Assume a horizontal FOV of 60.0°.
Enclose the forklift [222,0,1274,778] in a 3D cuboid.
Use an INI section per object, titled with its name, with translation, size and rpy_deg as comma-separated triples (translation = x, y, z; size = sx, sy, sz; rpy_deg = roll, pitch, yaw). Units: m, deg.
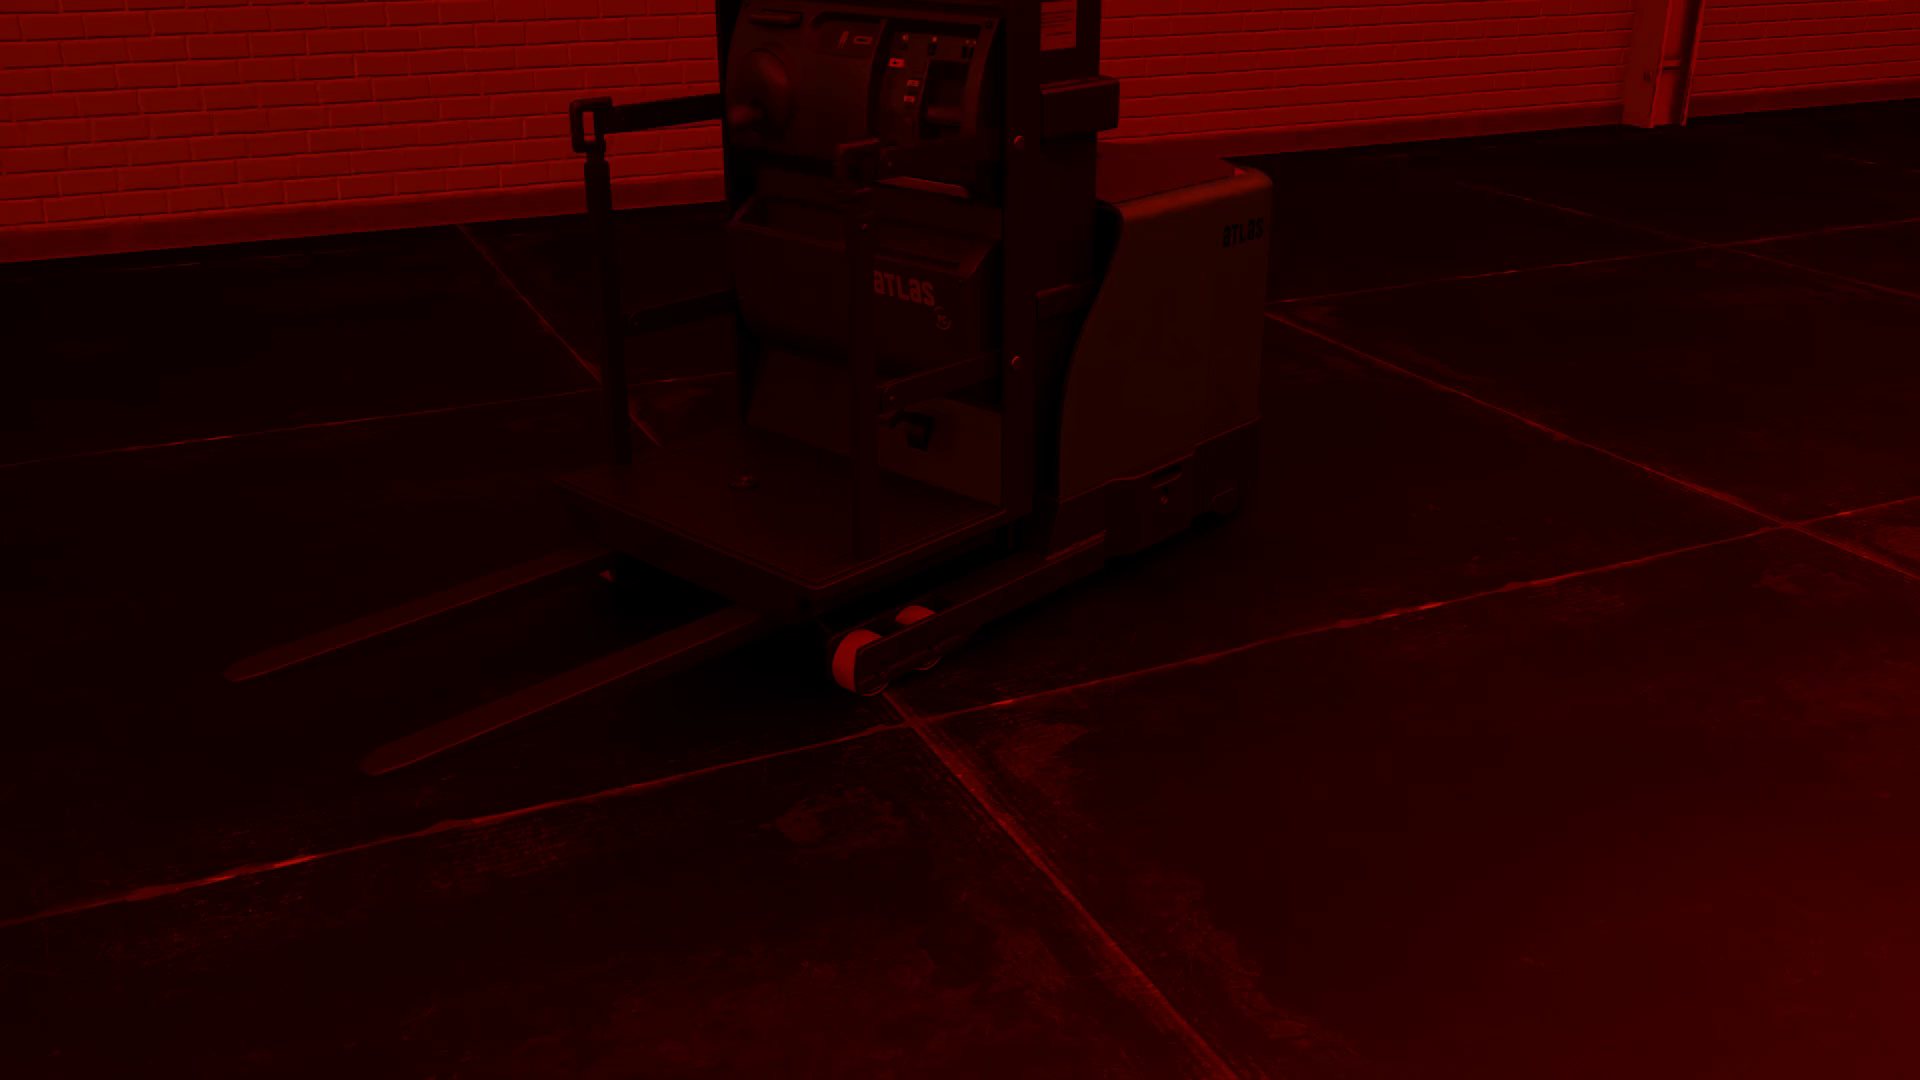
[forklift]
translation = -0.413, -1.182, 4.131
size = 1.130, 2.935, 3.031
rpy_deg = 19, 29, 39
